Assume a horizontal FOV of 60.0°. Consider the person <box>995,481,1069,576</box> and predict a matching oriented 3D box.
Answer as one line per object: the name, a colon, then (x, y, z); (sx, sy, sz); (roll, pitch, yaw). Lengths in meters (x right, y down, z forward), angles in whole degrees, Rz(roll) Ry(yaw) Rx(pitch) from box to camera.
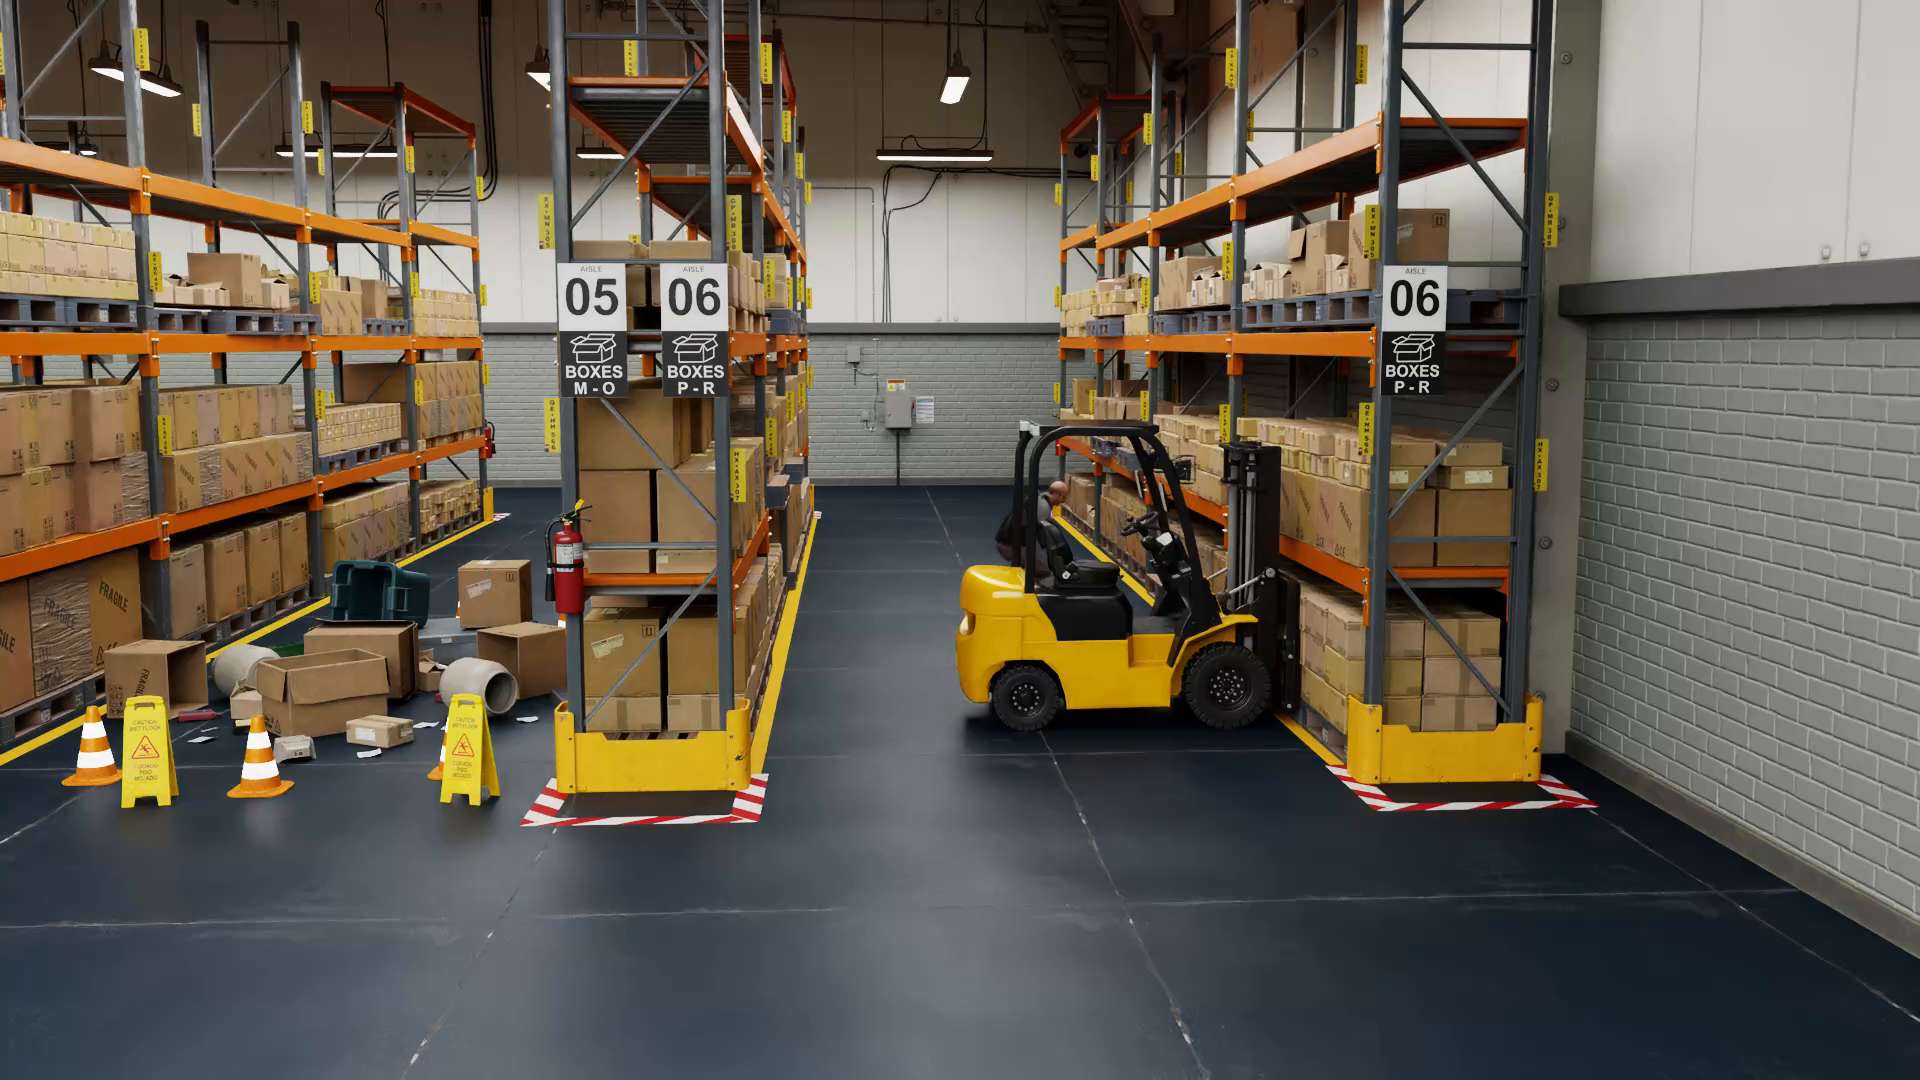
person: (0.725, 0.130, 16.818); (0.740, 1.238, 0.591); (0, 7, -4)
